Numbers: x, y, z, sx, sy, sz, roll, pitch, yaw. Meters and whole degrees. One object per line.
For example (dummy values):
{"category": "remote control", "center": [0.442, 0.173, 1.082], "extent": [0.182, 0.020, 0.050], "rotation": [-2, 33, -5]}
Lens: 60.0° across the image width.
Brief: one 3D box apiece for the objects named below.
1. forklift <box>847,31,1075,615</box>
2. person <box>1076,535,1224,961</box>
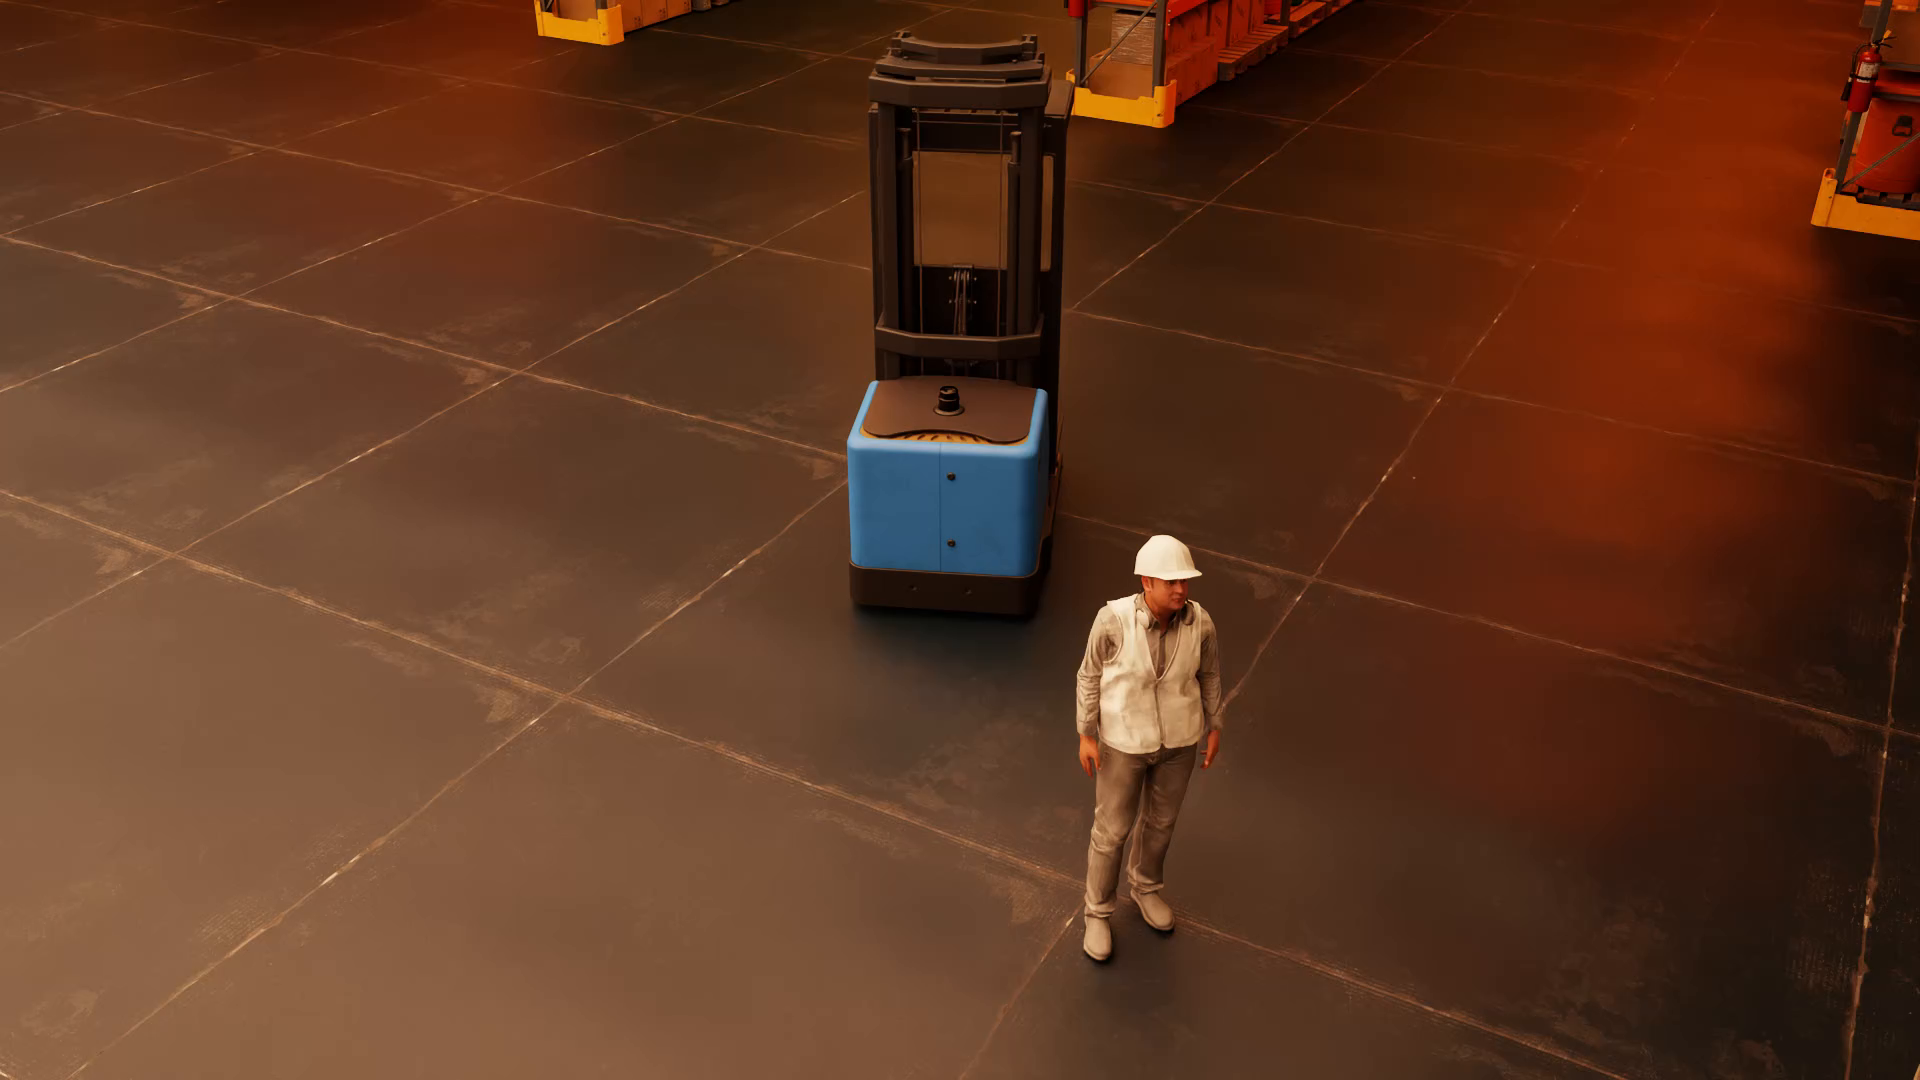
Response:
{"category": "forklift", "center": [0.072, -1.572, 9.794], "extent": [1.130, 2.935, 3.031], "rotation": [3, 30, 6]}
{"category": "person", "center": [0.786, 0.833, 6.771], "extent": [0.632, 1.773, 0.569], "rotation": [-6, 31, -11]}
